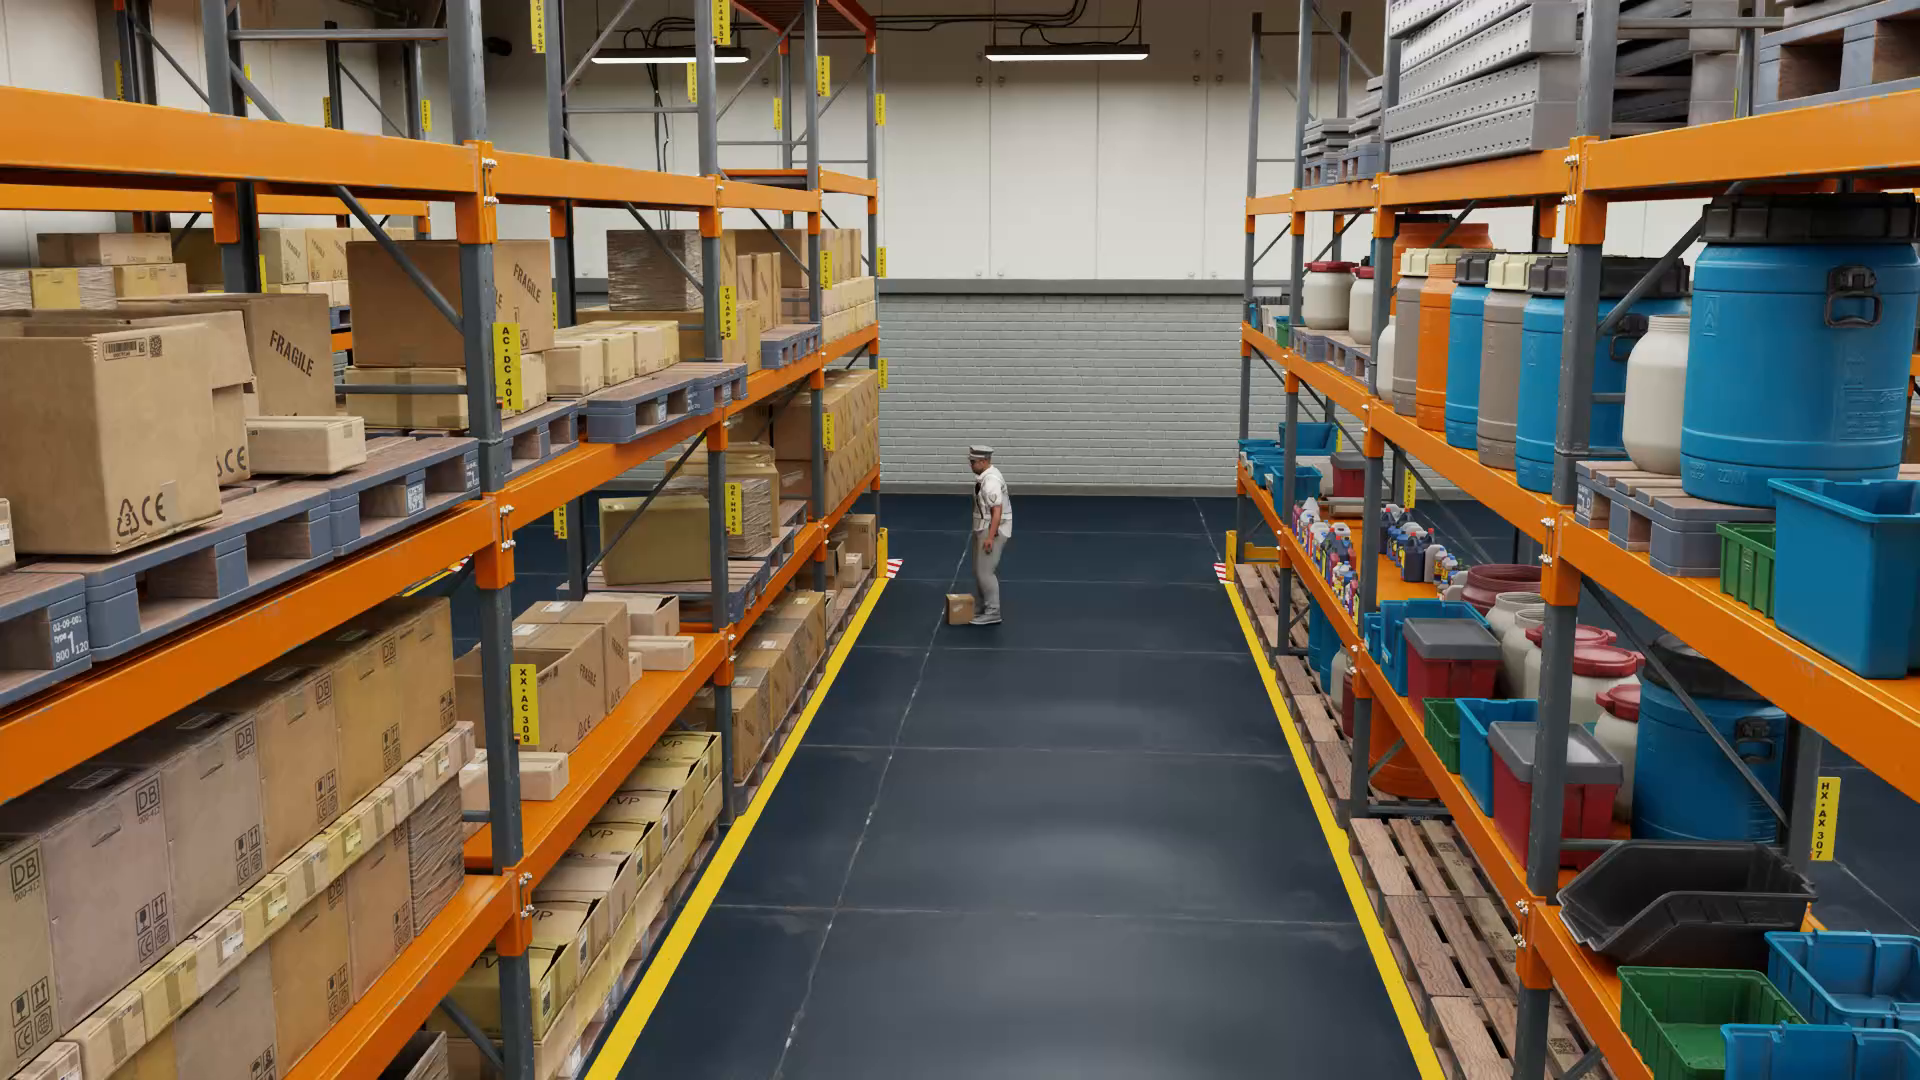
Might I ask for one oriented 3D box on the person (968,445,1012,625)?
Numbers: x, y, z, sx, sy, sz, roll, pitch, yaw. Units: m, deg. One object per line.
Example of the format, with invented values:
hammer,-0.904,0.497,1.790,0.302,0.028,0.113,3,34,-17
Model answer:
person,0.278,-0.064,16.246,0.437,1.747,0.600,-2,11,-9
